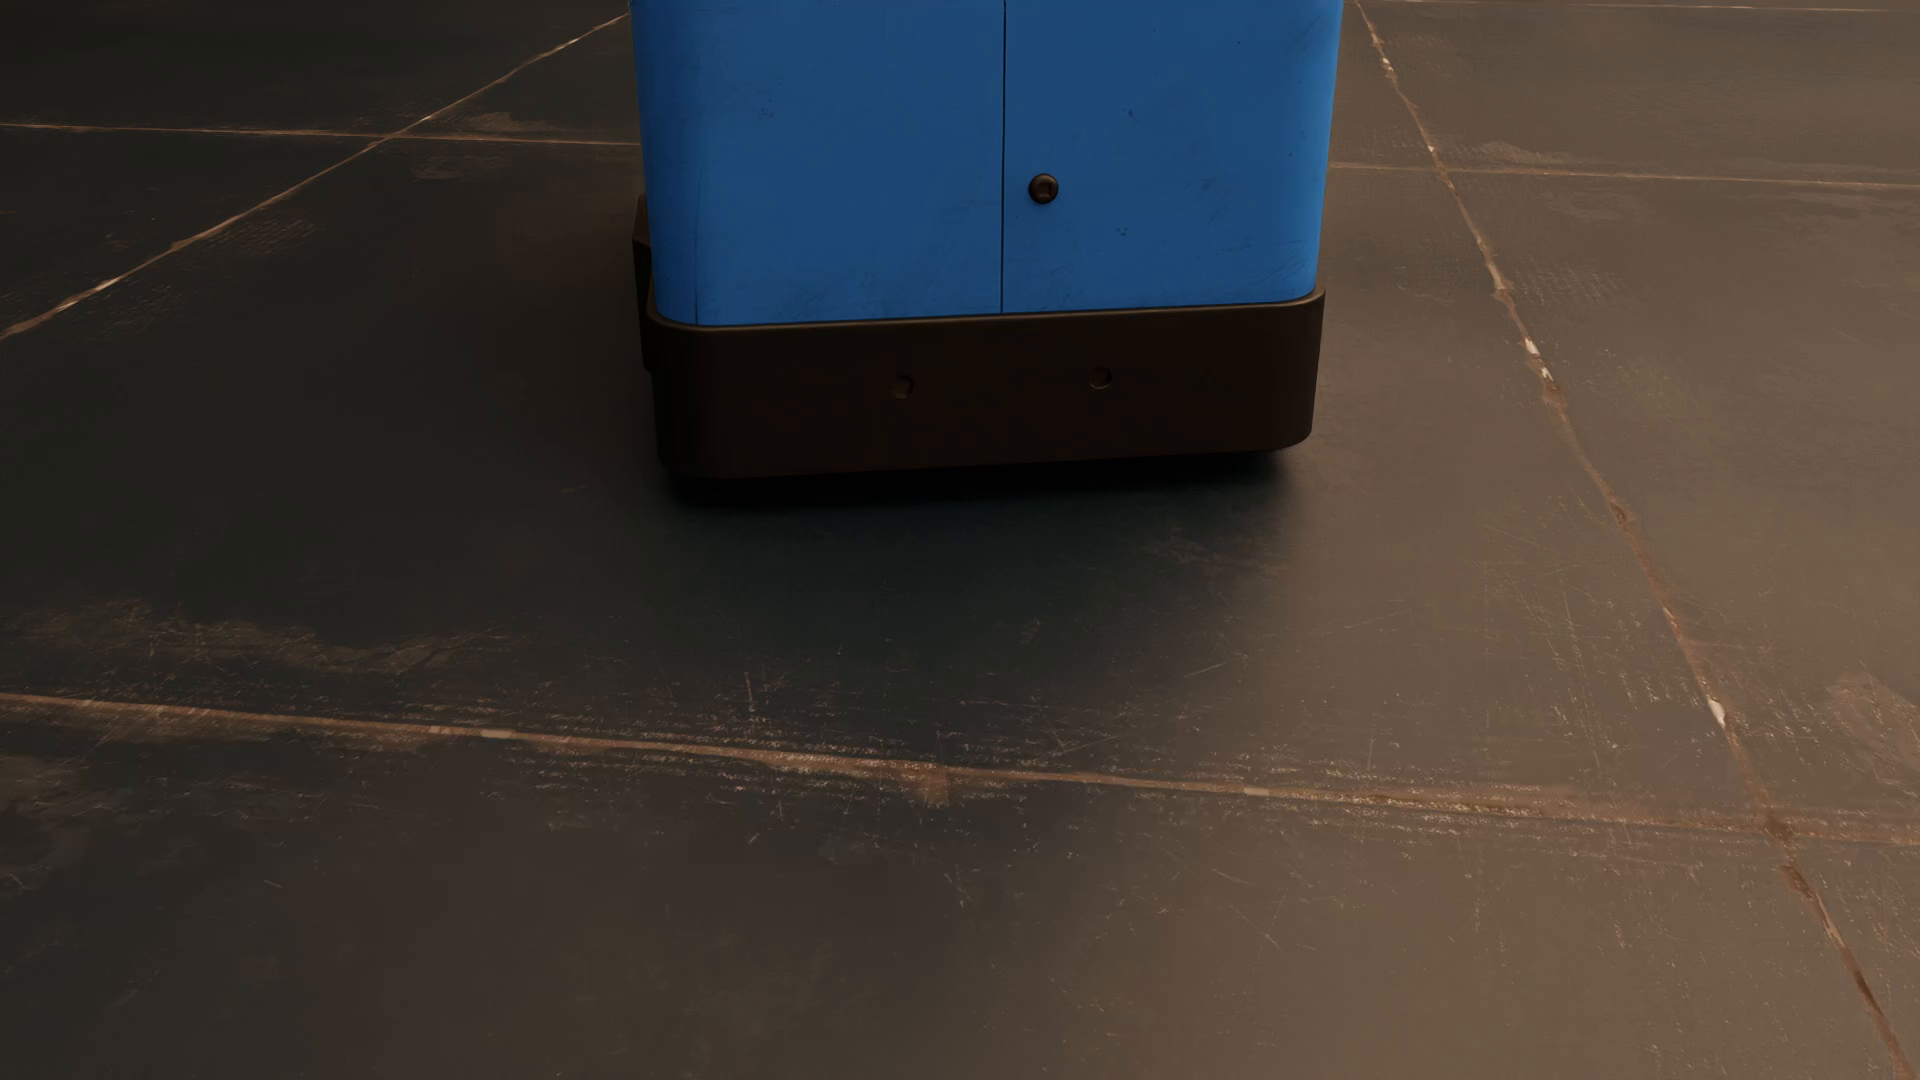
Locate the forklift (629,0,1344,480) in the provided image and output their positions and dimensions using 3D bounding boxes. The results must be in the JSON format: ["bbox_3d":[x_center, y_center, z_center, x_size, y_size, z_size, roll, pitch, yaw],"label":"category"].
[{"bbox_3d":[-0.132,-2.033,3.292,1.130,2.935,3.031,-3,27,-7],"label":"forklift"}]
